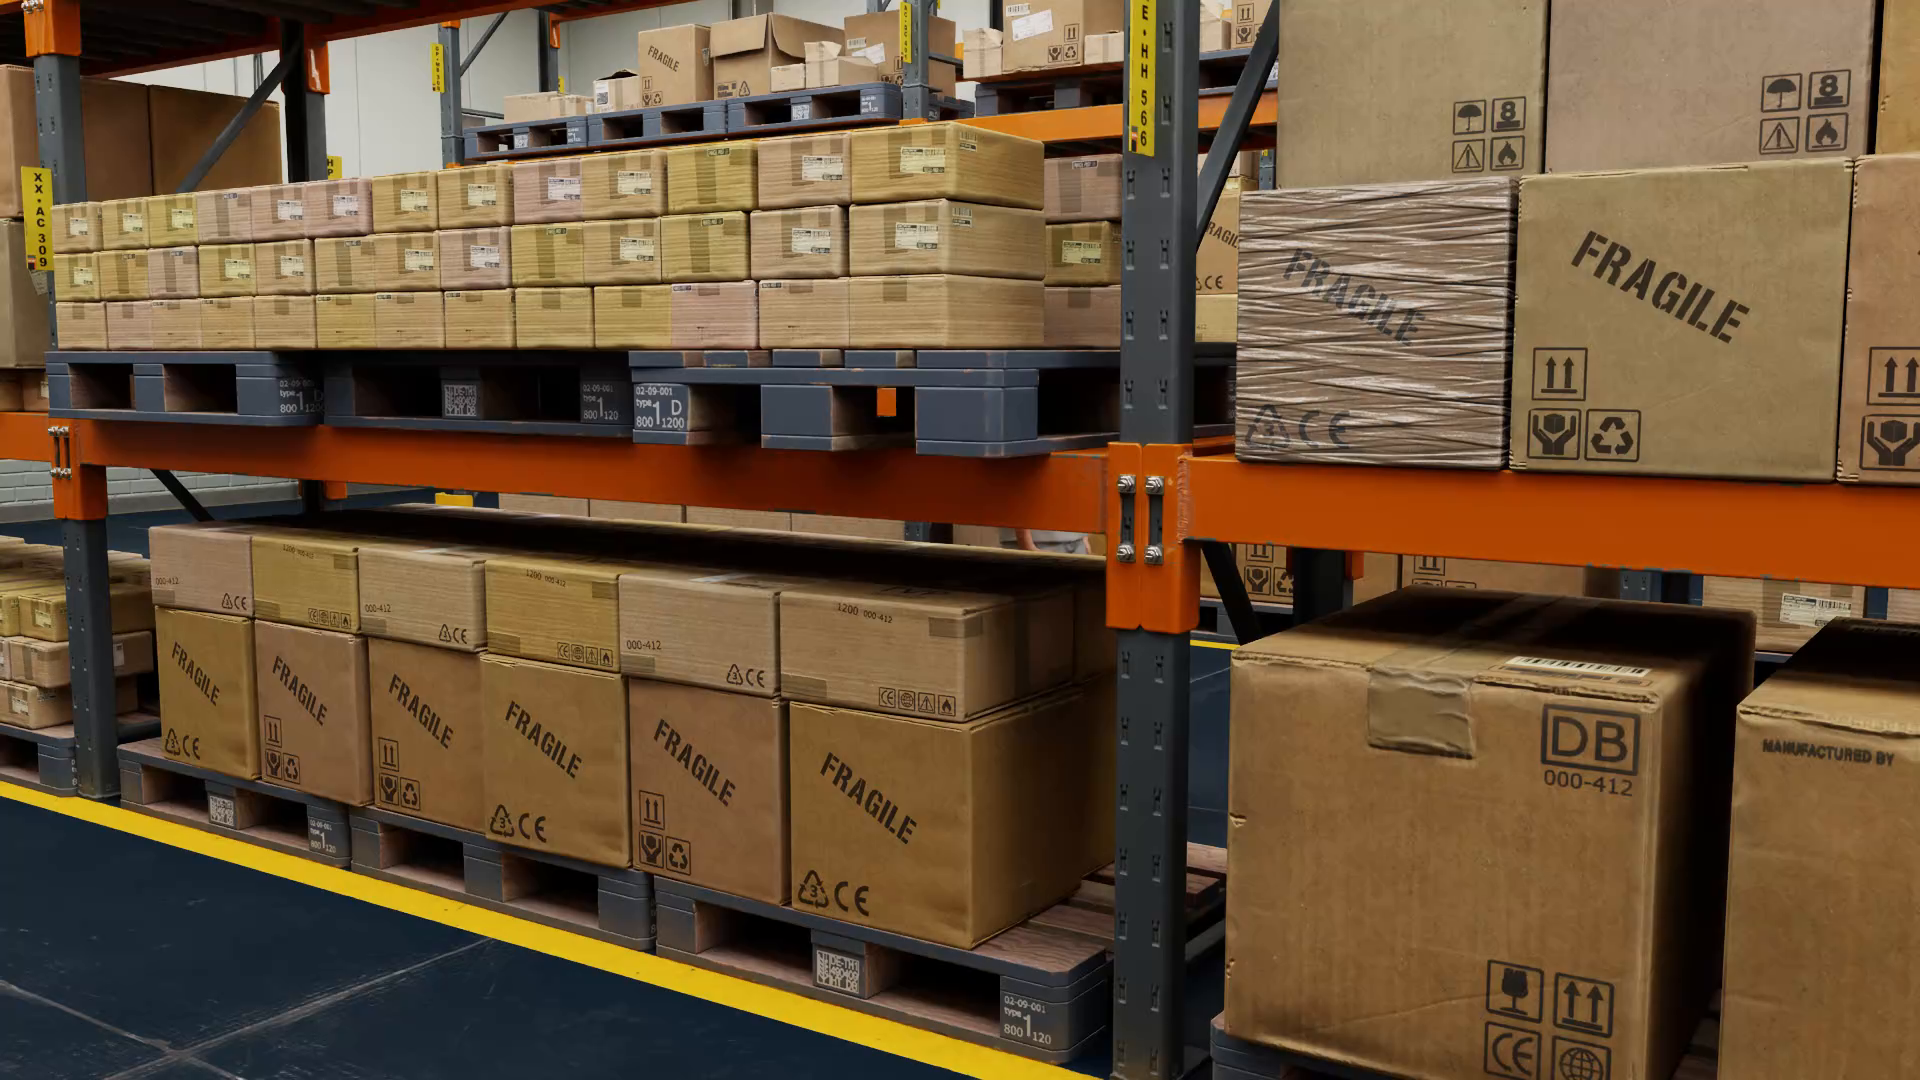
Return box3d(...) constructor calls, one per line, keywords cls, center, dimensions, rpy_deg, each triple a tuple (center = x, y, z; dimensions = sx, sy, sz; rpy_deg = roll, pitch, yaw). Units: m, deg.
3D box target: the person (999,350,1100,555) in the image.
box3d(cls="person", center=(0.322, 0.025, 5.756), dimensions=(0.363, 1.671, 0.498), rpy_deg=(4, 7, 31))
